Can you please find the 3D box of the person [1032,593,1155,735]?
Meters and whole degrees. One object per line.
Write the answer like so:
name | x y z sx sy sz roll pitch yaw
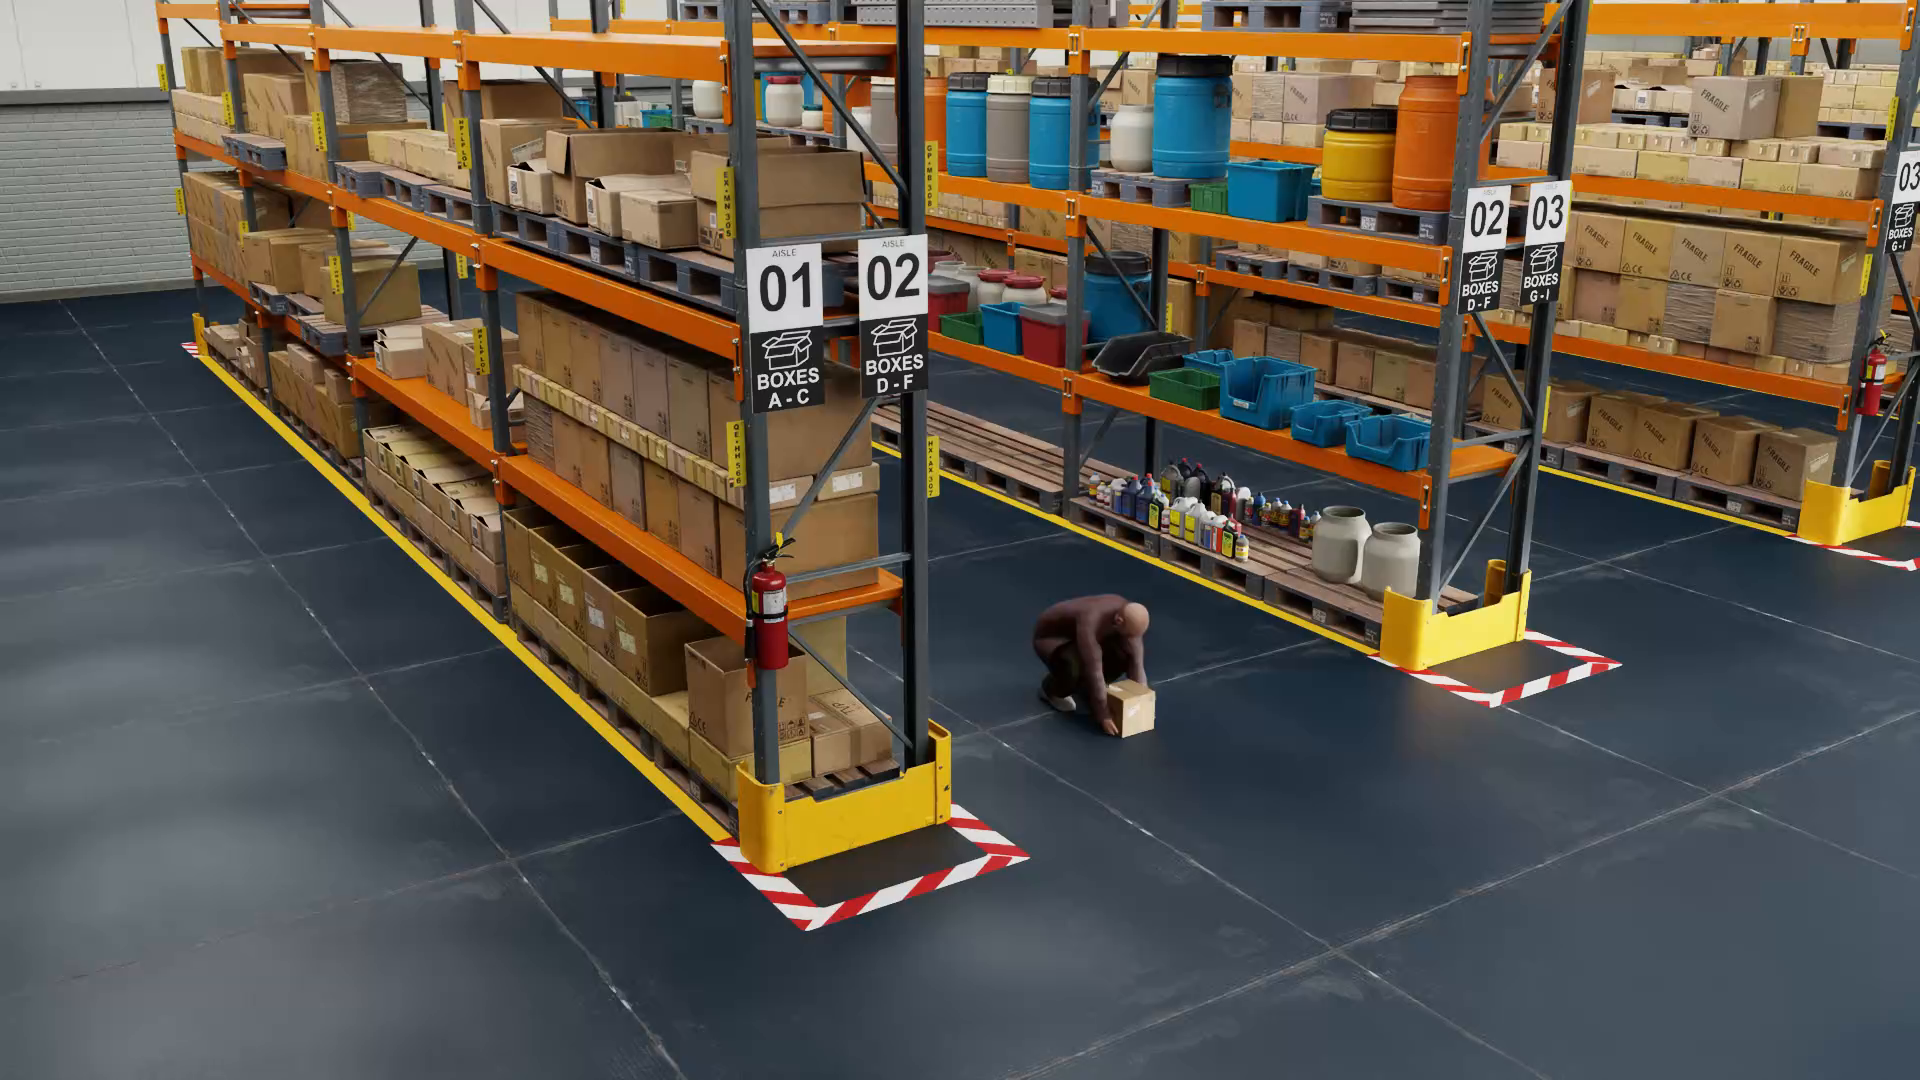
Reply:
person | 0.833 0.732 10.522 0.584 0.884 0.910 -12 21 -32
